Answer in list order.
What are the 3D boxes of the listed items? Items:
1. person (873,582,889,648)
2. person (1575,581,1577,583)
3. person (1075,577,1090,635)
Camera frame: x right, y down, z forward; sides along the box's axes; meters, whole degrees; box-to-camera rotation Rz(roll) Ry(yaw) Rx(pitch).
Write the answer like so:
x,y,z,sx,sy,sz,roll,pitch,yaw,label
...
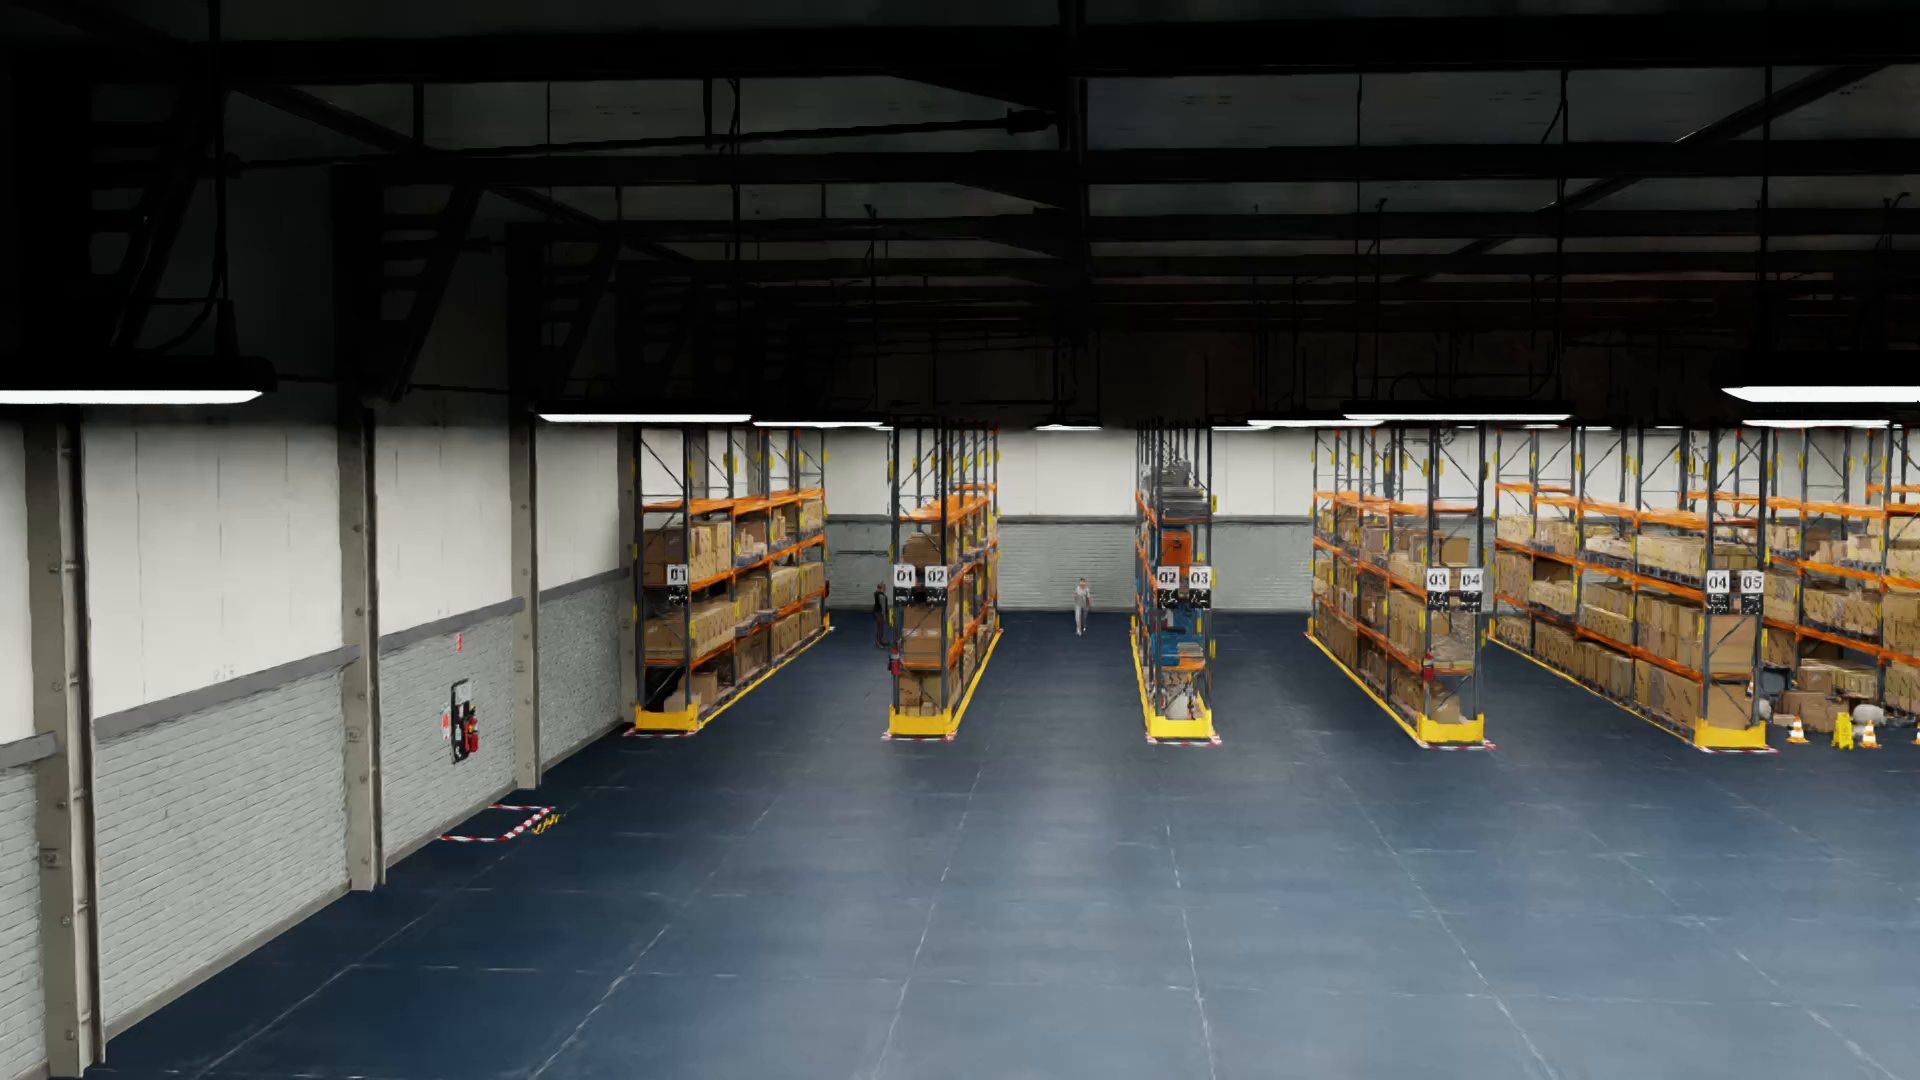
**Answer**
x,y,z,sx,sy,sz,roll,pitch,yaw,label
-2.060,1.965,44.112,0.462,1.731,0.598,-1,4,-19,person
18.187,1.602,49.661,0.622,1.770,0.607,3,5,40,person
3.460,1.847,46.953,0.445,1.591,1.110,0,4,2,person
